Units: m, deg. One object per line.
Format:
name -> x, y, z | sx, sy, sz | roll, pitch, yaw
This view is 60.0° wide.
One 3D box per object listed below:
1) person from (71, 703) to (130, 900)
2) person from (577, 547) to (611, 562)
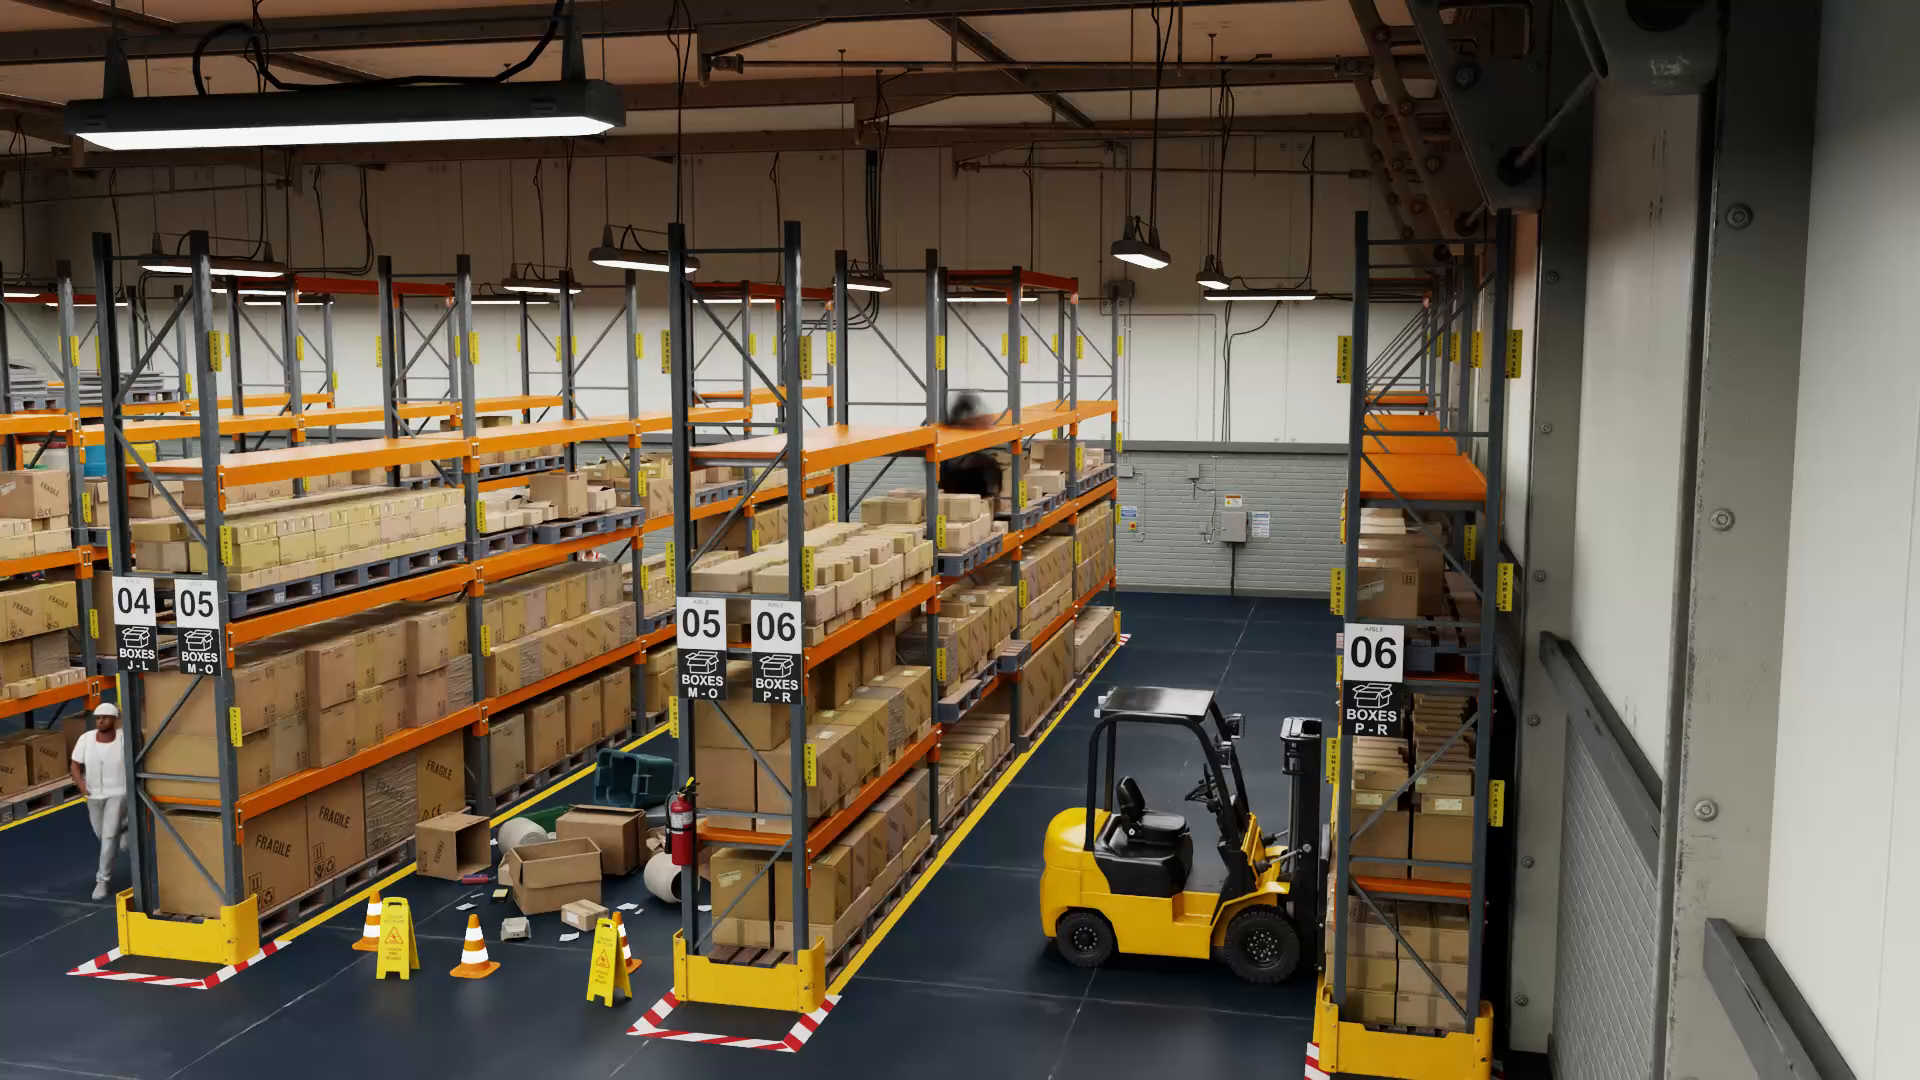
person -> -8.068, 2.404, 15.774 | 0.672, 1.757, 1.091 | 0, 7, -1
person -> -6.320, 0.835, 28.355 | 0.645, 1.773, 0.667 | 2, 7, 13
